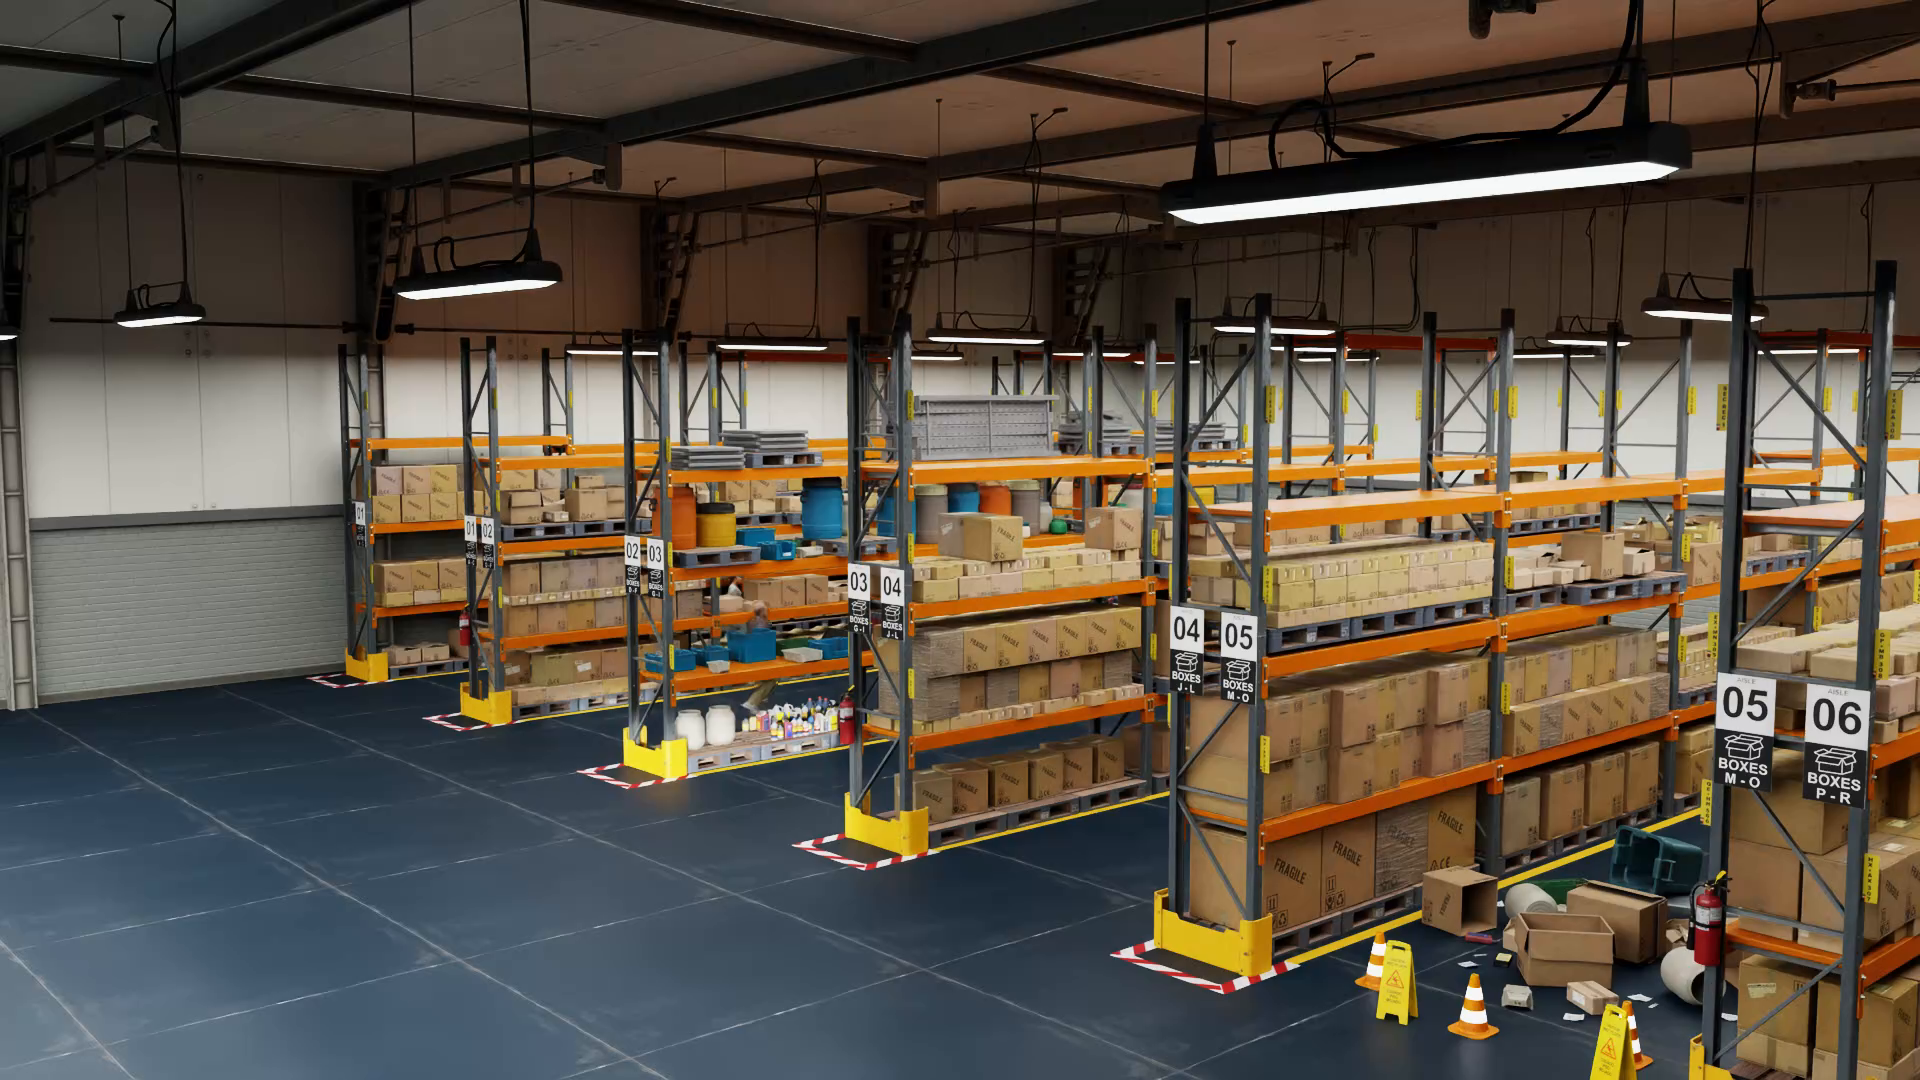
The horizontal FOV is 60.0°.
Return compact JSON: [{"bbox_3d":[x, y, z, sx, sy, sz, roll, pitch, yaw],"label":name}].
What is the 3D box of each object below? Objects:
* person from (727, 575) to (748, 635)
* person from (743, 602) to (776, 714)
[{"bbox_3d":[-4.397,1.435,32.302,0.458,1.659,0.497,-3,6,-30],"label":"person"},{"bbox_3d":[-3.117,1.816,25.636,0.602,1.702,0.626,-3,6,-32],"label":"person"}]
